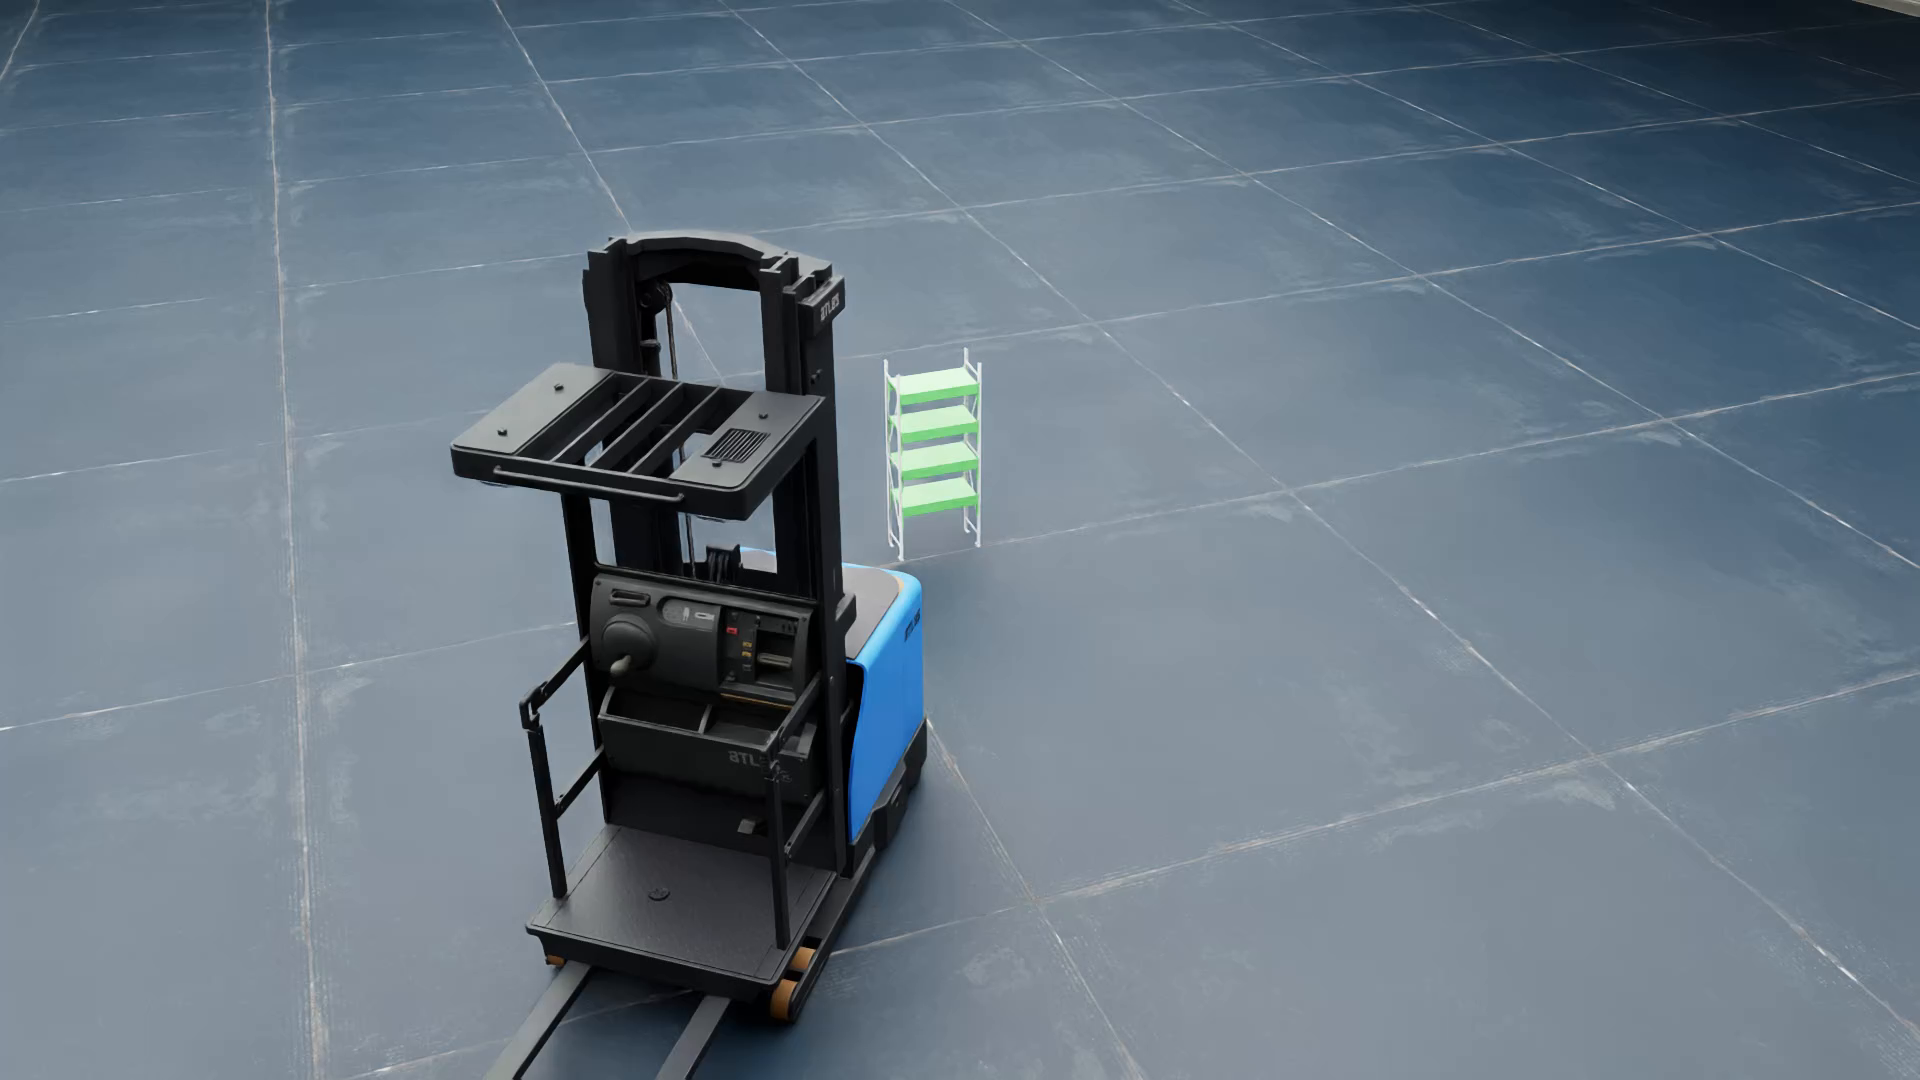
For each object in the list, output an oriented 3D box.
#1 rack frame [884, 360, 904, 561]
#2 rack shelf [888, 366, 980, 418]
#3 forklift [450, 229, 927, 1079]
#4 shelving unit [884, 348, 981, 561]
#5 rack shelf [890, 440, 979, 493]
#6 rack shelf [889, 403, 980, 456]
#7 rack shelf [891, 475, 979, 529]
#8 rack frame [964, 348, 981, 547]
[{"bbox_3d":[-0.384,-0.451,9.679,0.015,1.200,0.240,-10,31,-18],"label":"rack frame"},{"bbox_3d":[-0.155,-0.854,9.547,0.480,0.148,0.258,-10,31,-18],"label":"rack shelf"},{"bbox_3d":[-1.089,0.441,6.366,1.130,2.935,3.031,9,31,15],"label":"forklift"},{"bbox_3d":[-0.155,-0.493,9.753,0.503,1.200,0.258,-10,31,-18],"label":"shelving unit"},{"bbox_3d":[-0.155,-0.437,9.785,0.480,0.148,0.258,-10,31,-18],"label":"rack shelf"},{"bbox_3d":[-0.155,-0.646,9.666,0.480,0.148,0.258,-10,31,-18],"label":"rack shelf"},{"bbox_3d":[-0.155,-0.229,9.904,0.480,0.148,0.258,-10,31,-18],"label":"rack shelf"},{"bbox_3d":[0.074,-0.535,9.827,0.015,1.200,0.240,-10,31,-18],"label":"rack frame"}]
